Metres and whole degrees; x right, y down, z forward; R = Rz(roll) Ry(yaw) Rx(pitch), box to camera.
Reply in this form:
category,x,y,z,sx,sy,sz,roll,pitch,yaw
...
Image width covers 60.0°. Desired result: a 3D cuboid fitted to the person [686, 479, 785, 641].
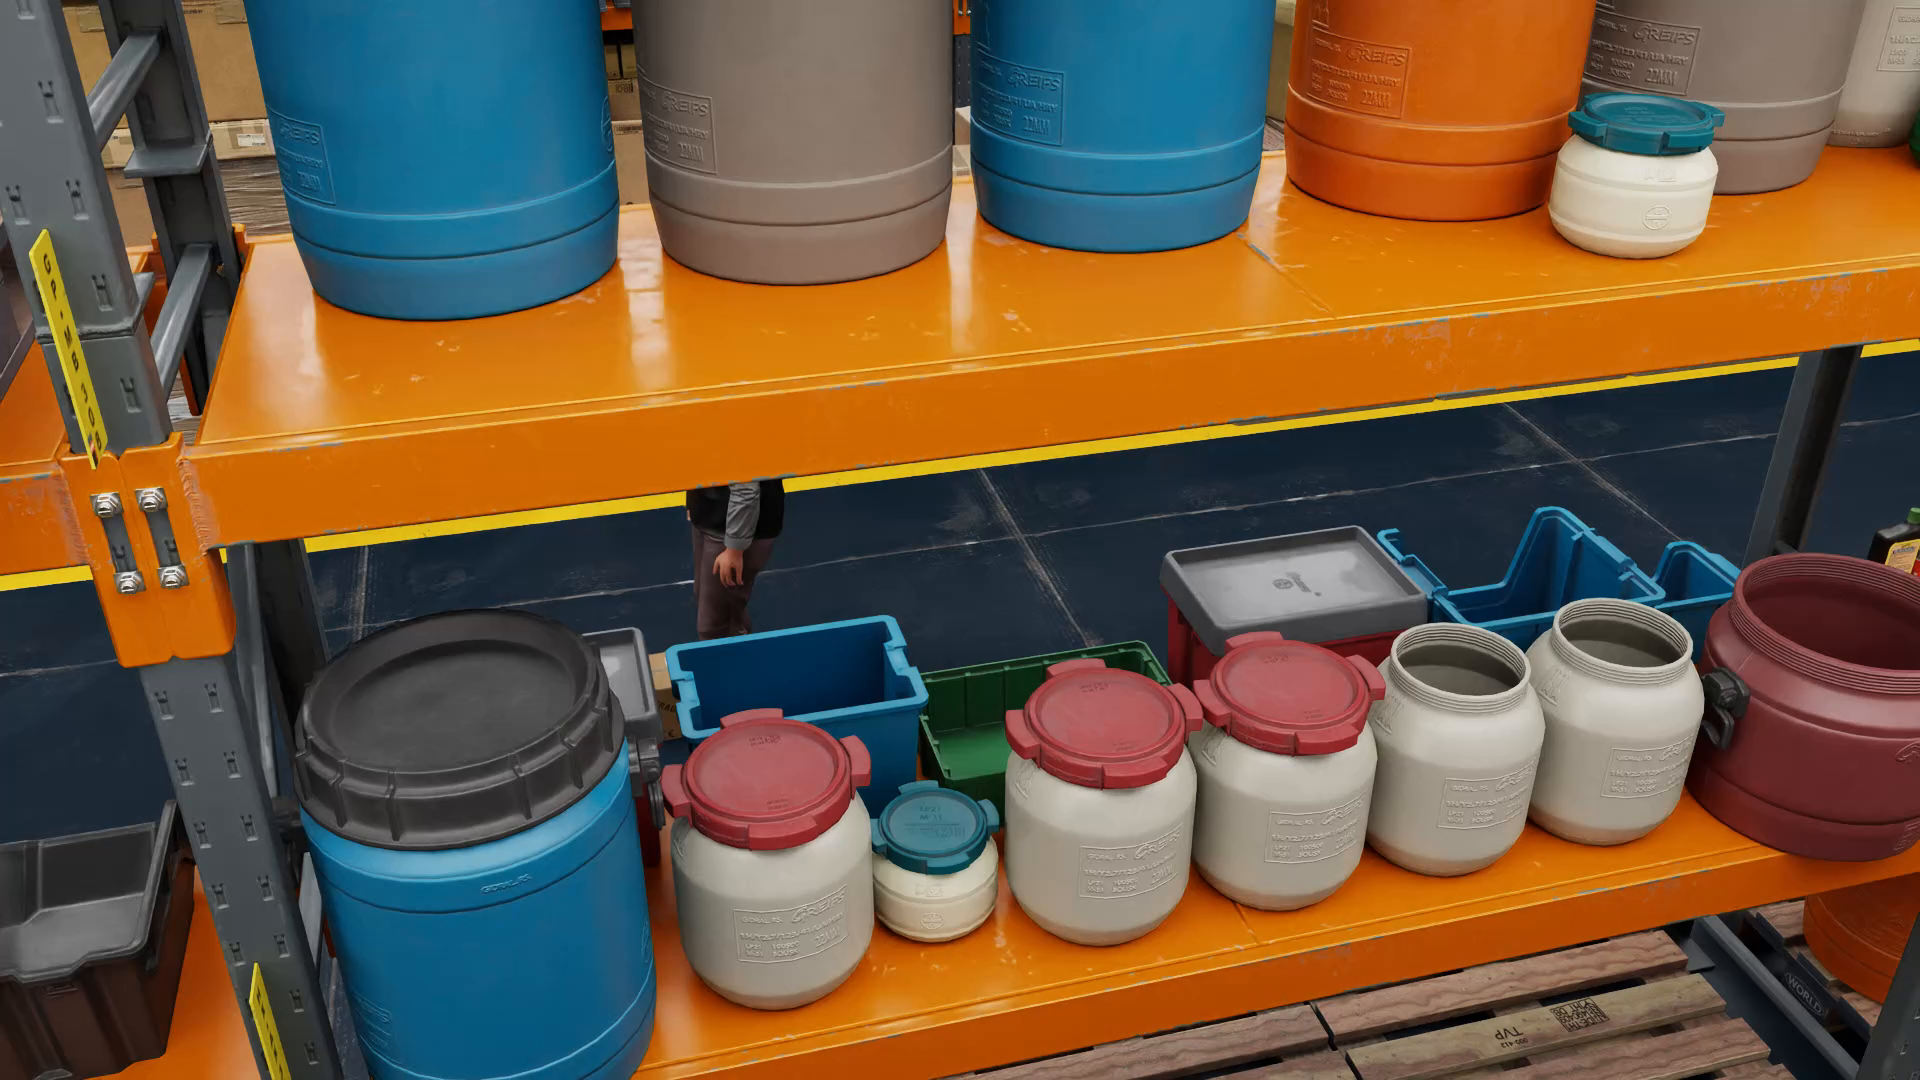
category,x,y,z,sx,sy,sz,roll,pitch,yaw
person,-0.898,-0.056,6.251,0.473,1.720,0.593,-10,31,-16
